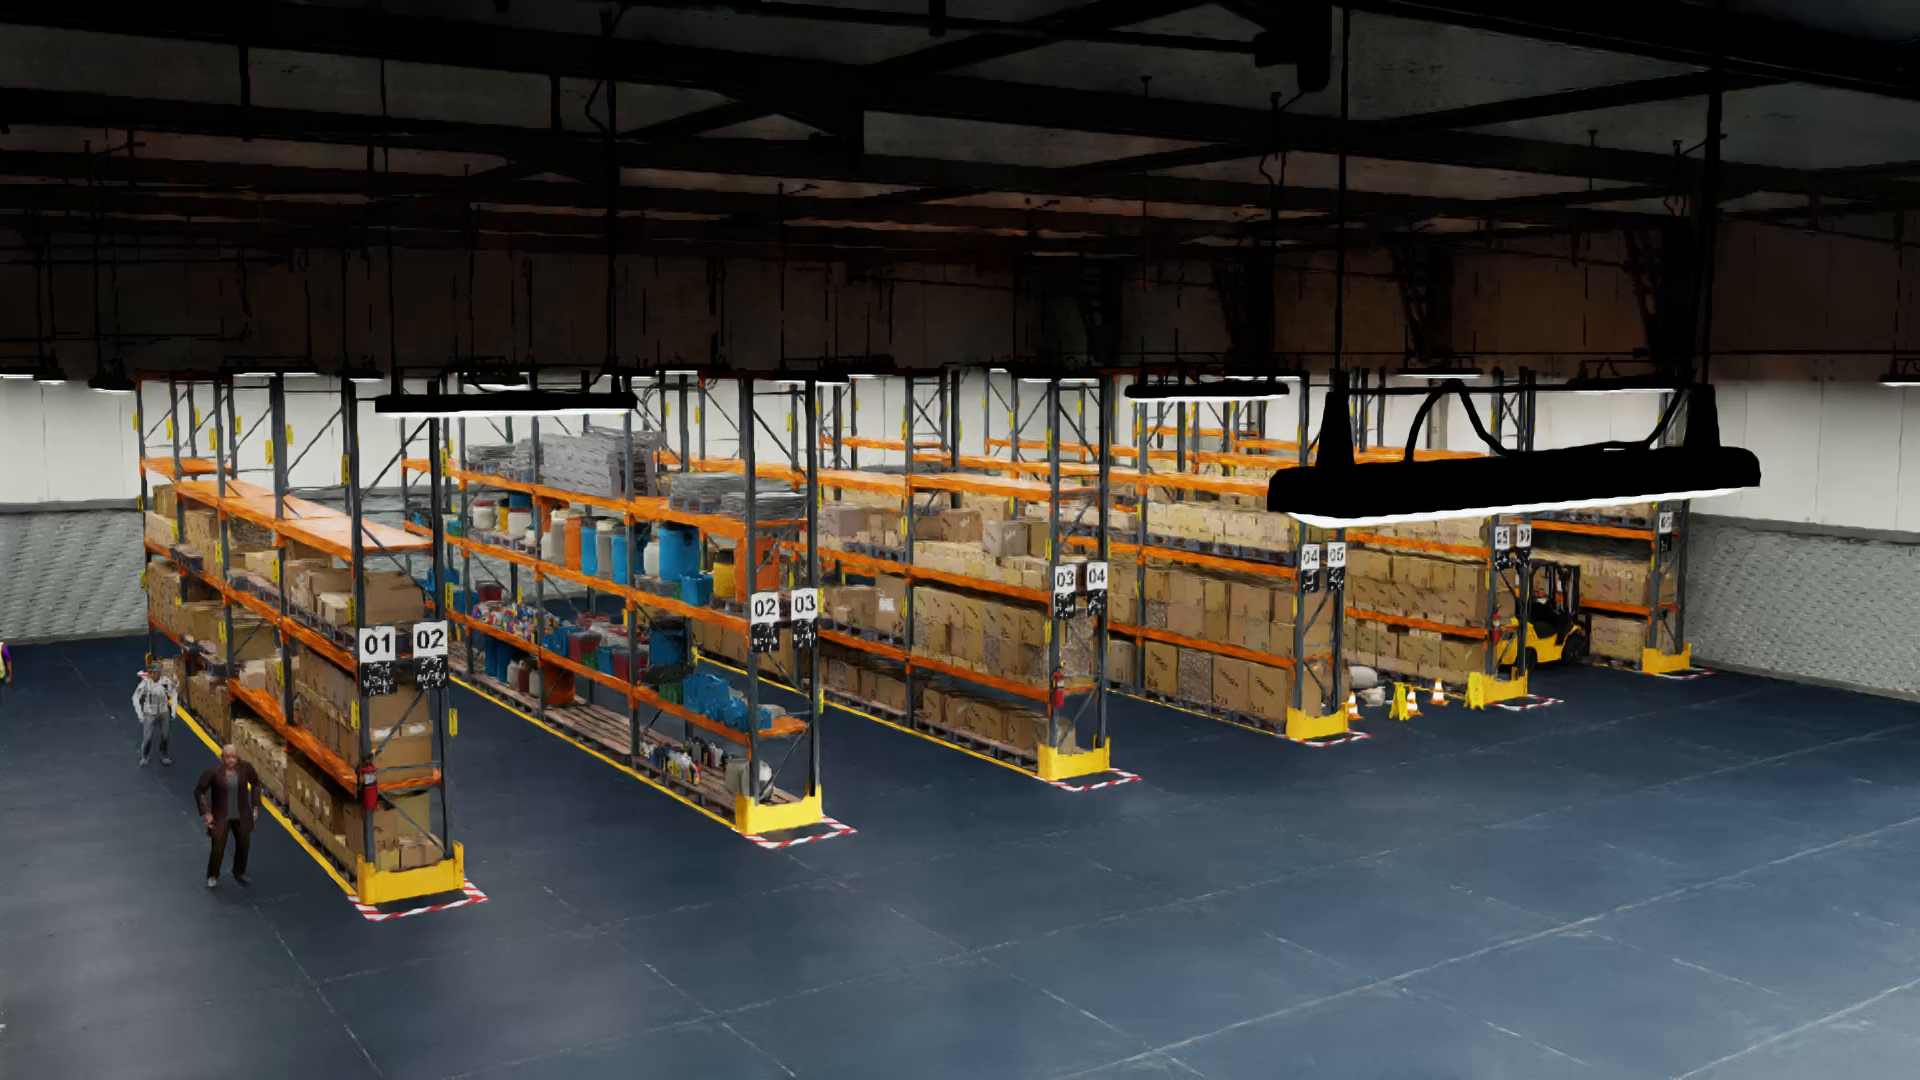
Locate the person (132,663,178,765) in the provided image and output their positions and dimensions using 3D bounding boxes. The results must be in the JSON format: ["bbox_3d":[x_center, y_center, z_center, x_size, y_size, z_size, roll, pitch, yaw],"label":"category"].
[{"bbox_3d":[-12.332,2.654,25.510,0.639,1.632,0.512,-5,8,-35],"label":"person"}]

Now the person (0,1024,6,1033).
[{"bbox_3d":[-9.136,3.745,15.140,0.477,1.784,0.704,0,6,4],"label":"person"}]

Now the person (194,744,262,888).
[{"bbox_3d":[-8.684,3.252,19.745,0.729,1.733,0.546,-5,8,-36],"label":"person"}]

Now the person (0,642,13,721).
[{"bbox_3d":[-16.329,2.318,28.060,0.591,1.716,1.042,-5,8,-35],"label":"person"}]
